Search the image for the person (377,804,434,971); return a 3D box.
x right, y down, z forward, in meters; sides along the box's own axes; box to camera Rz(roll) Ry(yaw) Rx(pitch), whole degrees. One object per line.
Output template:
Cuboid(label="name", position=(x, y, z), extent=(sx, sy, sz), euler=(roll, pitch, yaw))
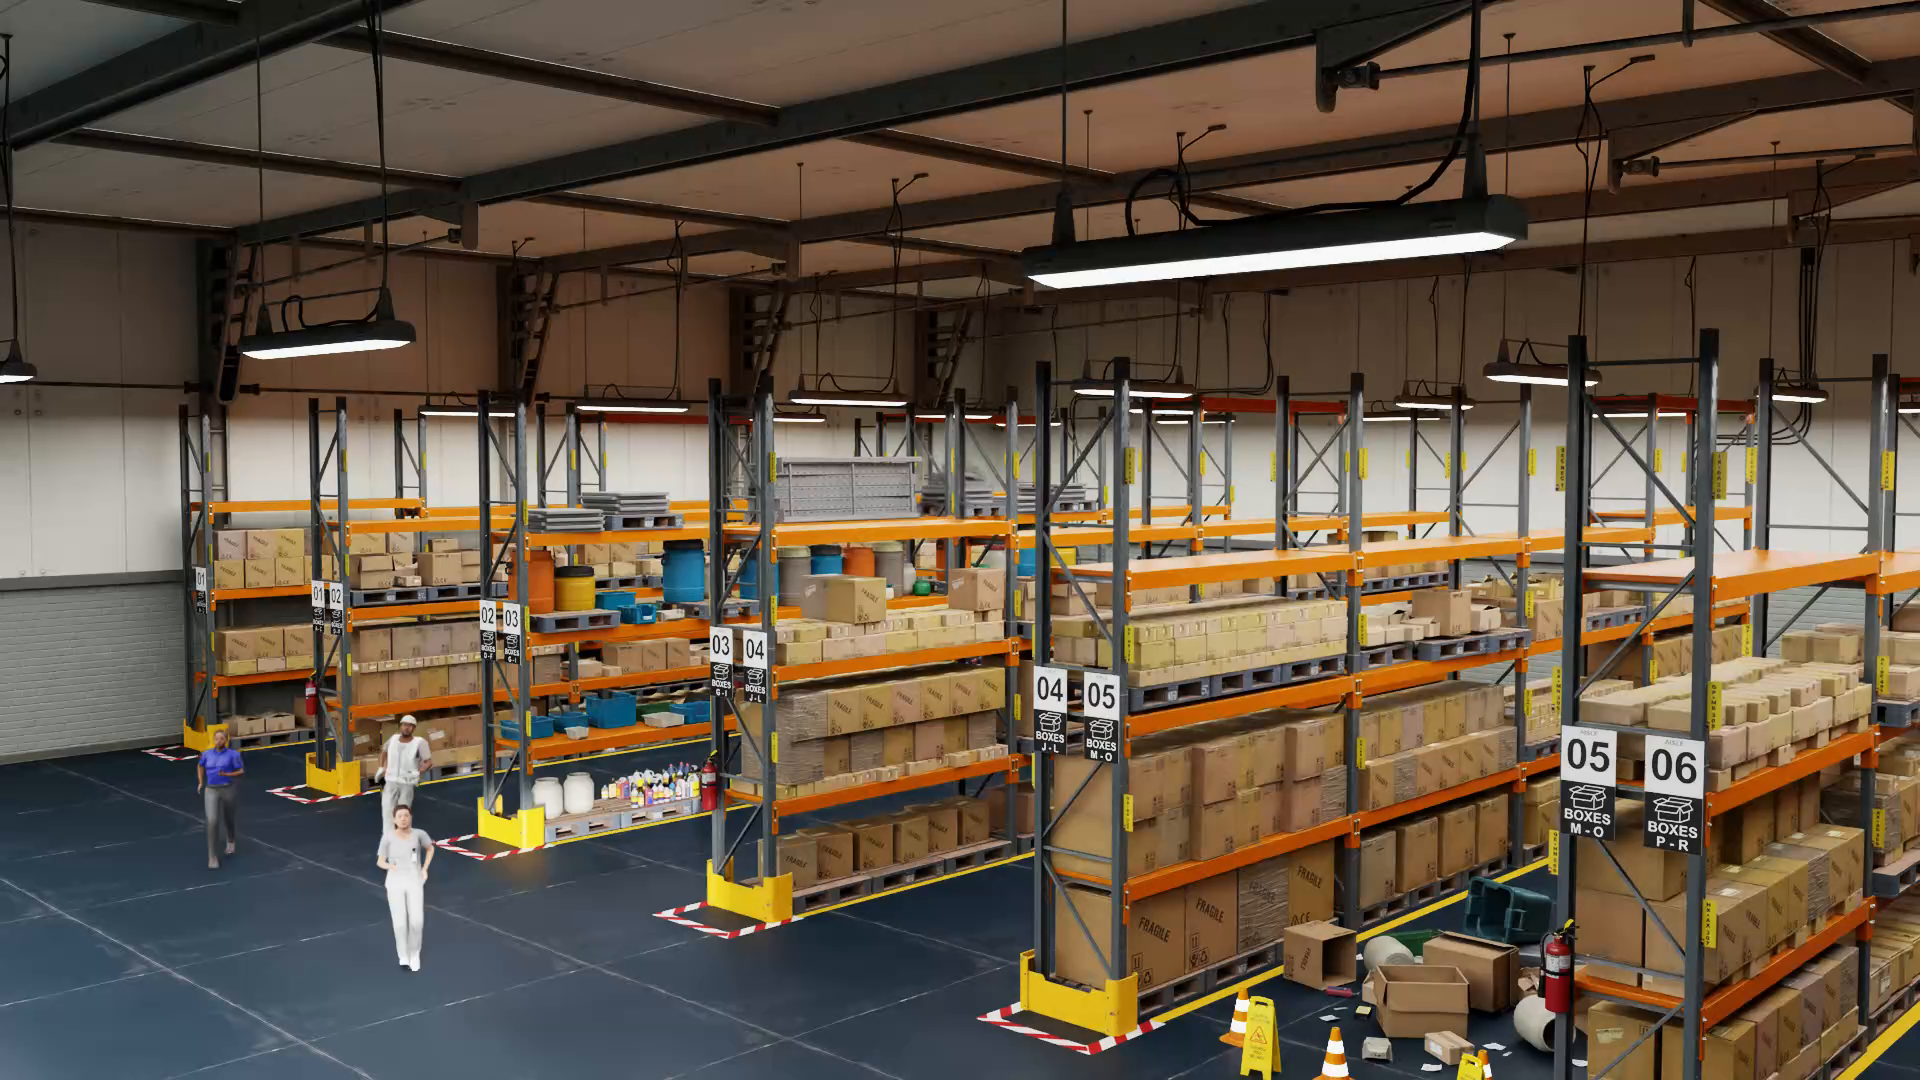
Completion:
Cuboid(label="person", position=(-5.503, 3.469, 16.527), extent=(0.547, 1.655, 0.628), euler=(-1, 3, -18))

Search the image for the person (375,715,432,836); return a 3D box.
Cuboid(label="person", position=(-7.233, 3.158, 21.551), extent=(0.736, 1.762, 0.778), euler=(0, 3, 0))

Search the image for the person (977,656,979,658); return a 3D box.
Cuboid(label="person", position=(0.502, 2.308, 32.898), extent=(0.546, 1.796, 0.736), euler=(2, 3, 29))

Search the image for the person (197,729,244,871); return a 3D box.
Cuboid(label="person", position=(-9.300, 3.222, 20.924), extent=(0.562, 1.690, 0.846), euler=(-1, 3, -20))

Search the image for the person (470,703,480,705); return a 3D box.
Cuboid(label="person", position=(-8.423, 2.807, 29.090), extent=(0.550, 1.715, 0.821), euler=(2, 4, 34))
